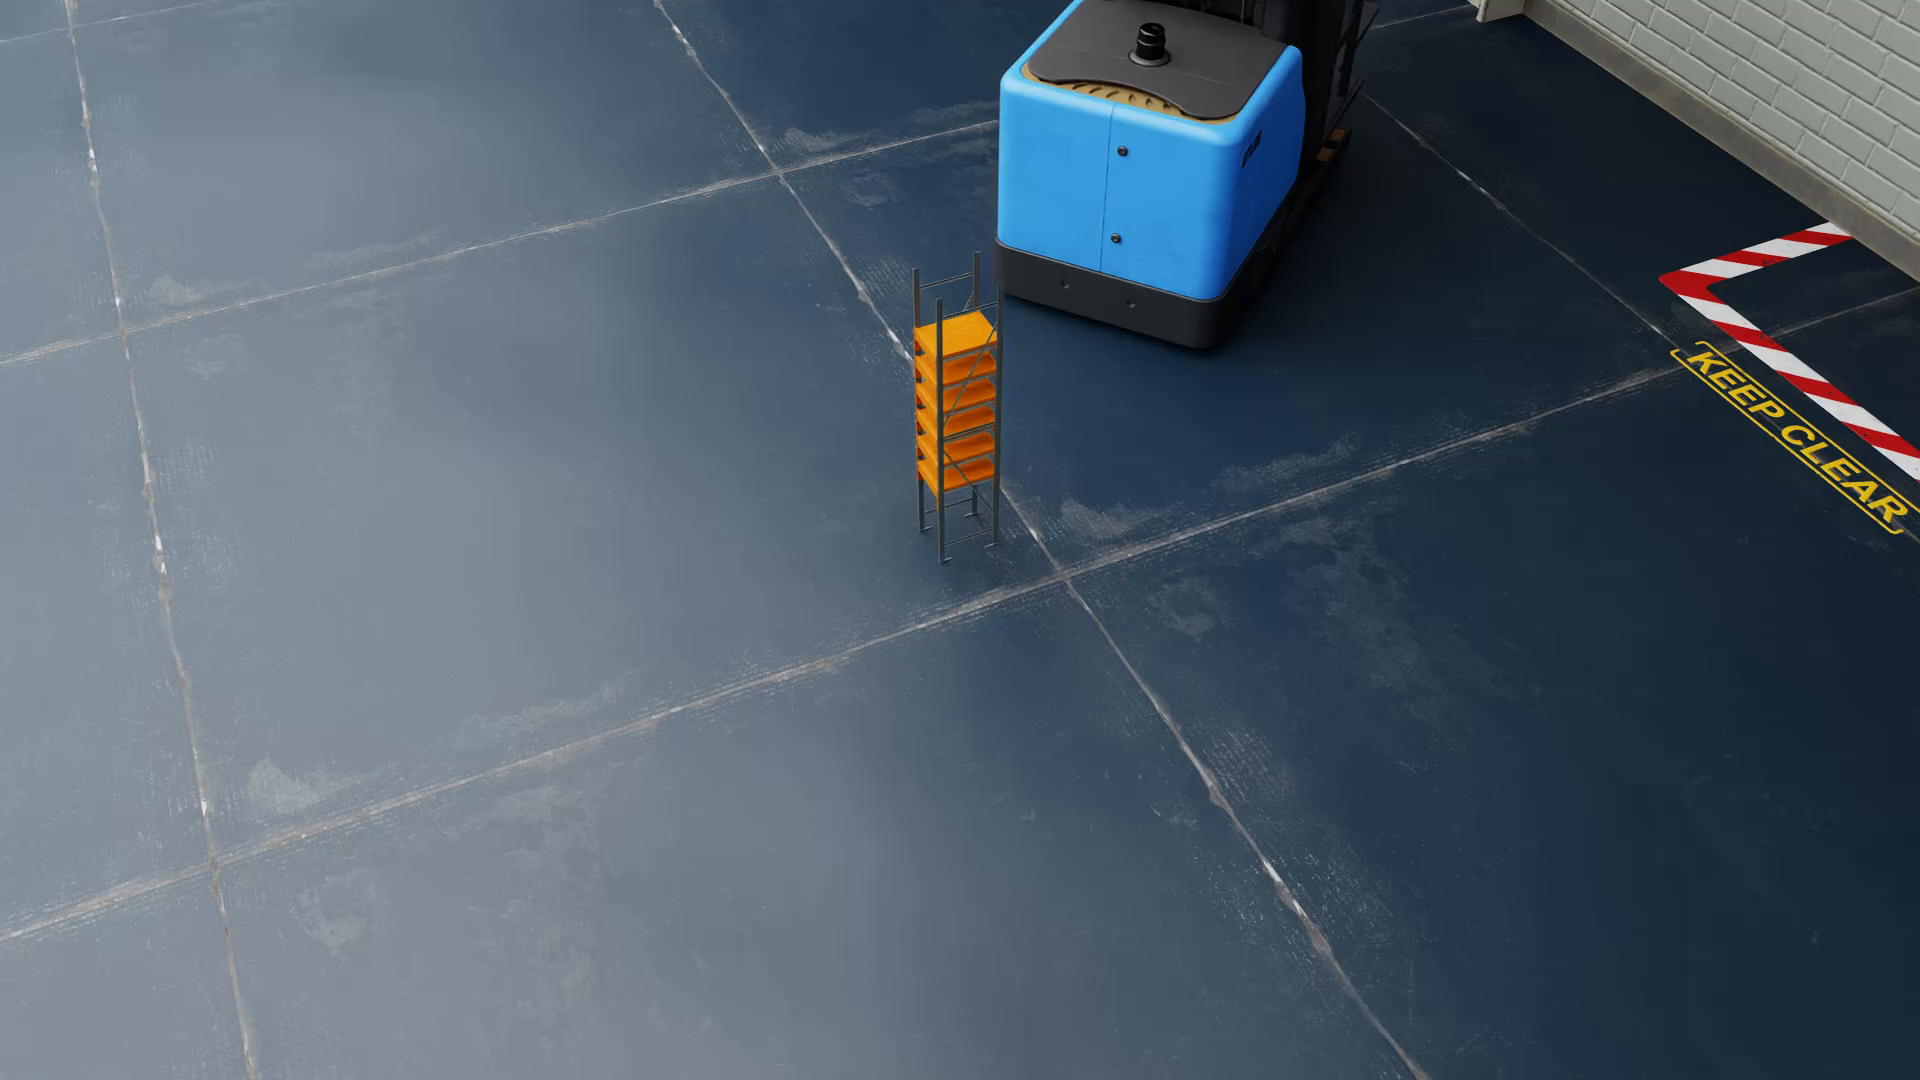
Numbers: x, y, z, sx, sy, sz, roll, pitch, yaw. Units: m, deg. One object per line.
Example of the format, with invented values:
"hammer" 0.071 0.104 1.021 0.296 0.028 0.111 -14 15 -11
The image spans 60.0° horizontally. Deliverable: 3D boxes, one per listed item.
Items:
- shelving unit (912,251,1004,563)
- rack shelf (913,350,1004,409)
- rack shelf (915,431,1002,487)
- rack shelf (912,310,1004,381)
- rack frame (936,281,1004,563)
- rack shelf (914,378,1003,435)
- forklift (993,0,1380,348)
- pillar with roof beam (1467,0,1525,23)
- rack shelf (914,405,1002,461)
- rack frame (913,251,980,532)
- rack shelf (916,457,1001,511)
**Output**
"shelving unit" -0.006 -0.436 5.838 0.258 1.200 0.189 -18 47 -17
"rack shelf" -0.006 -0.576 5.701 0.258 0.103 0.180 -18 47 -17
"rack shelf" -0.006 -0.319 5.953 0.258 0.103 0.180 -18 47 -17
"rack shelf" -0.006 -0.661 5.616 0.258 0.103 0.180 -18 47 -17
"rack frame" 0.032 -0.378 5.779 0.240 1.200 0.006 -18 47 -17
"rack shelf" -0.006 -0.490 5.785 0.258 0.103 0.180 -18 47 -17
"forklift" 1.251 -2.885 7.087 1.130 2.935 3.031 19 48 18
"pillar with roof beam" -0.986 -4.942 4.851 9.100 9.000 0.400 -18 47 -17
"rack shelf" -0.006 -0.405 5.869 0.258 0.103 0.180 -18 47 -17
"rack frame" -0.045 -0.495 5.897 0.240 1.200 0.006 -18 47 -17
"rack shelf" -0.006 -0.234 6.038 0.258 0.103 0.180 -18 47 -17
